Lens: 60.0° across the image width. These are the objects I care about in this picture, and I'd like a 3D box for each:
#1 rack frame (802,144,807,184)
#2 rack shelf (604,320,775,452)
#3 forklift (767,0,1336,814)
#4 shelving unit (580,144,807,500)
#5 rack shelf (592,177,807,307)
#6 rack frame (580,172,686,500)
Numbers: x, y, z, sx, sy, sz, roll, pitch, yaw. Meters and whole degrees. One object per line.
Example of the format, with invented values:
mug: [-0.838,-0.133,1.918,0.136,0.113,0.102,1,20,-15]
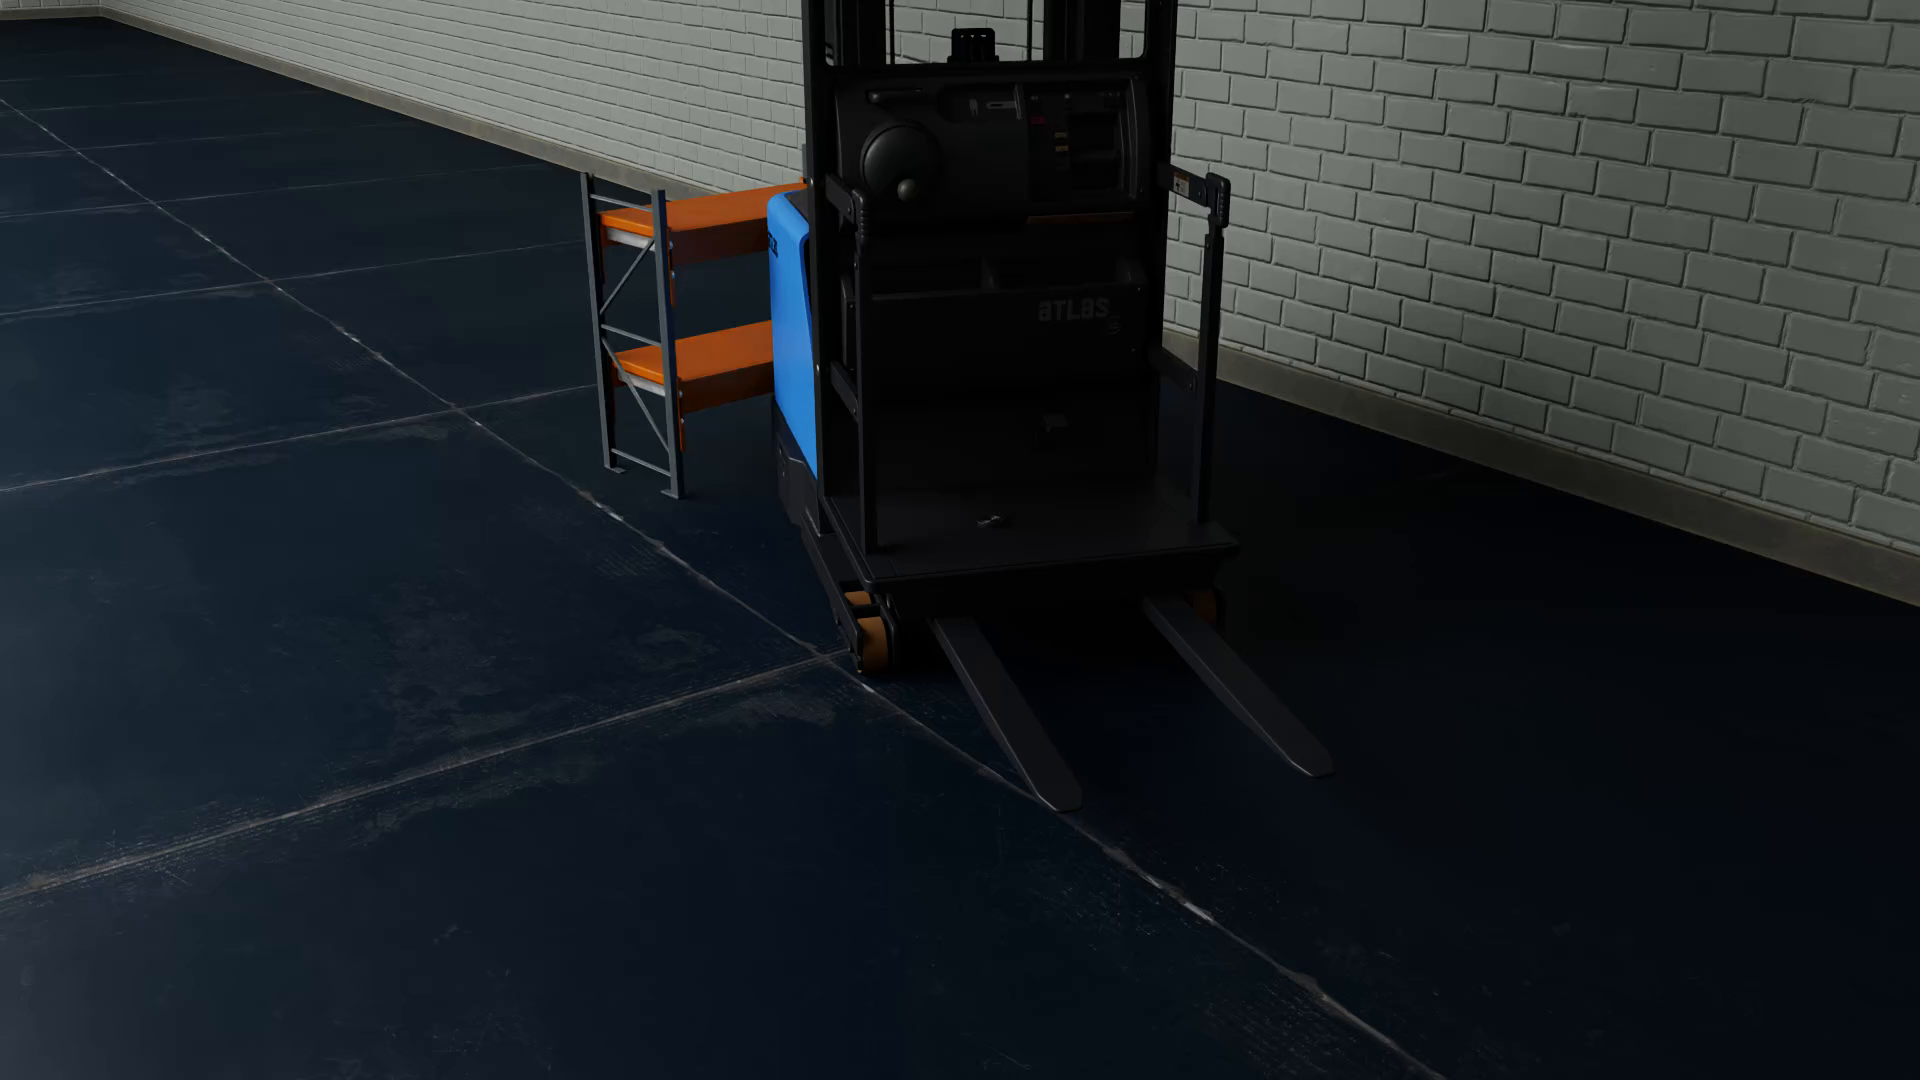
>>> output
rack frame: [-0.452,-1.000,6.708,0.032,1.125,0.500,-19,29,-40]
rack shelf: [-0.822,-0.643,6.475,1.000,0.278,0.538,-19,29,-40]
forklift: [0.157,-1.135,4.611,1.130,2.935,3.031,-5,22,-13]
shelving unit: [-0.822,-0.870,6.384,1.048,1.125,0.538,-19,29,-40]
rack shelf: [-0.822,-1.142,6.276,1.000,0.278,0.538,-19,29,-40]
rack frame: [-1.191,-0.741,6.060,0.032,1.125,0.500,-19,29,-40]
